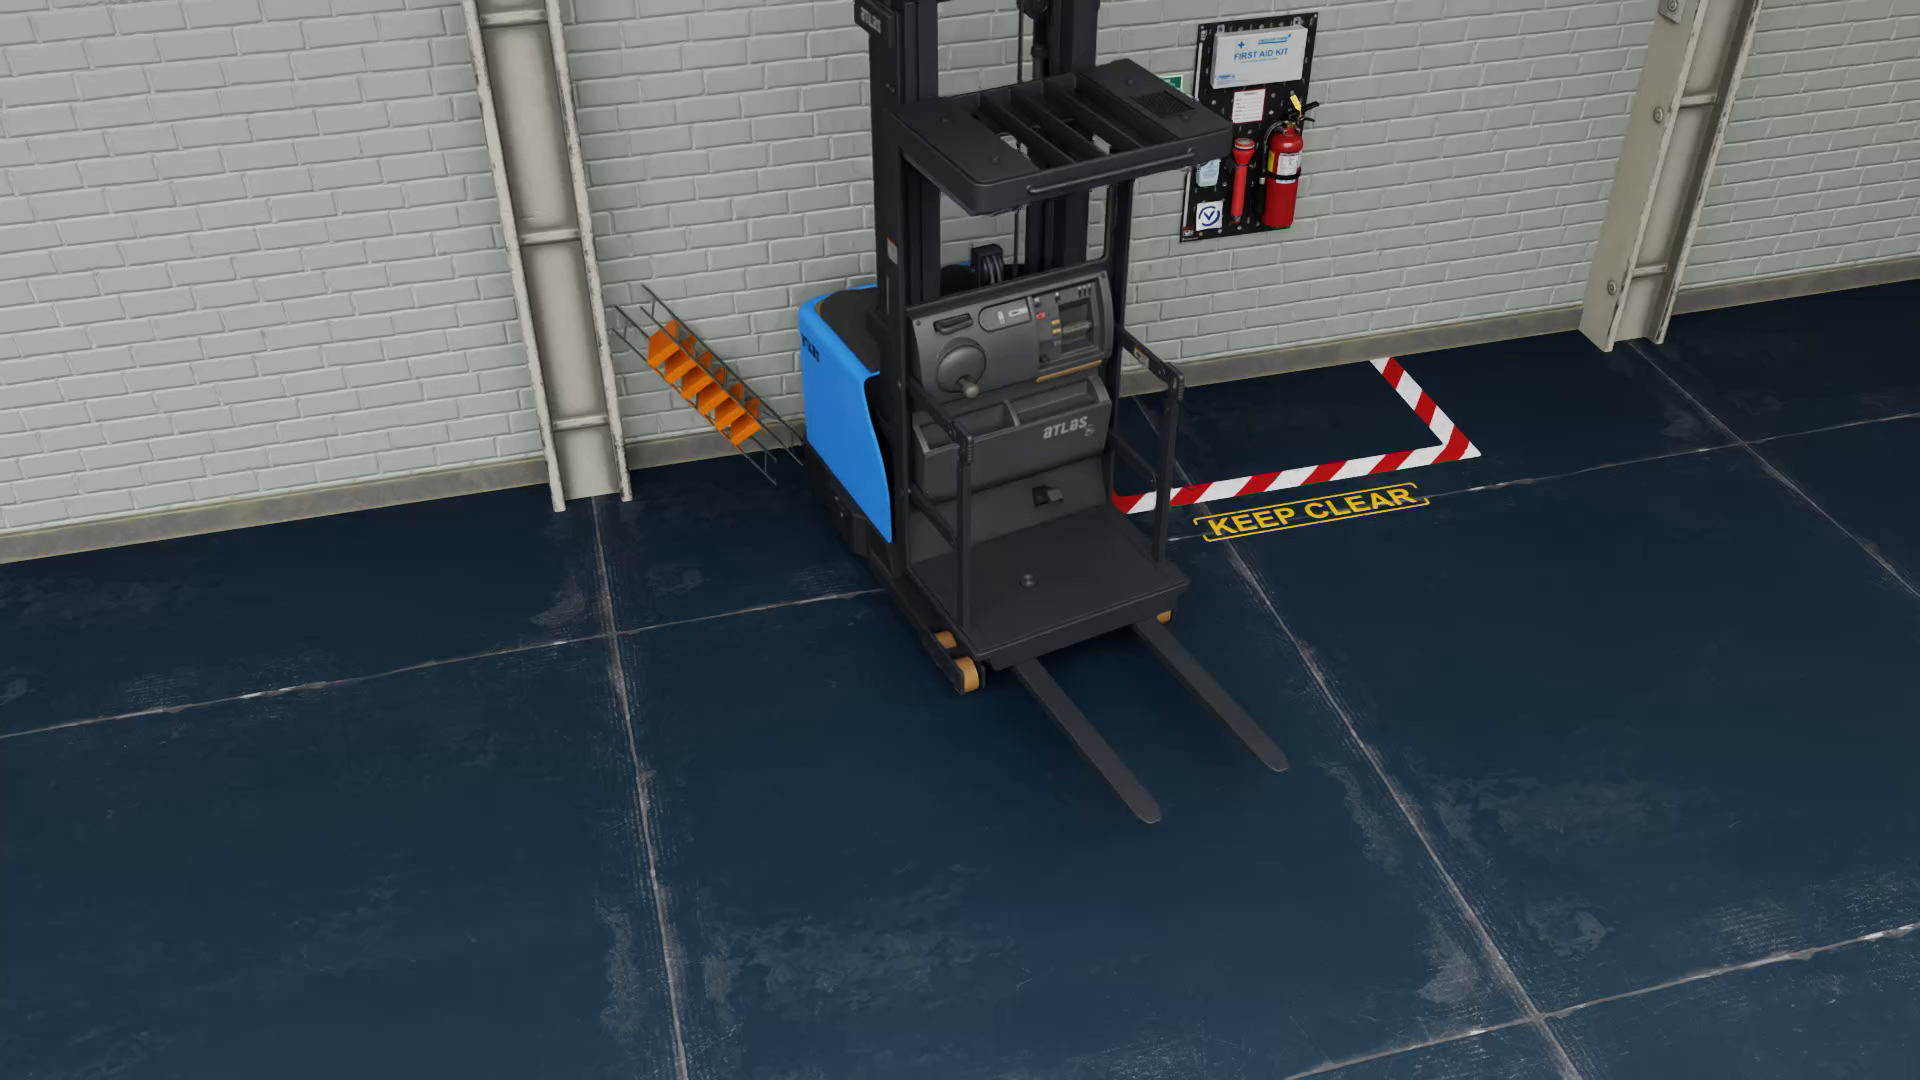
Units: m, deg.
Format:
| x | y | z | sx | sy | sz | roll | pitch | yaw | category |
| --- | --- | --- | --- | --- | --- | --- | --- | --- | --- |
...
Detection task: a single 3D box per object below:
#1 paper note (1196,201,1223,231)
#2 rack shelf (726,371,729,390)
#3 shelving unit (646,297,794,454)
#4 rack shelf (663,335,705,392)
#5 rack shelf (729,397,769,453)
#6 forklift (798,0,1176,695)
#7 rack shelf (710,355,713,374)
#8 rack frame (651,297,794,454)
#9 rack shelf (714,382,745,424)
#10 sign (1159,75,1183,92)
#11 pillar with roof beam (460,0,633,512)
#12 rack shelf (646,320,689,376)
| x | y | z | sx | sy | sz | roll | pitch | yaw | category |
| --- | --- | --- | --- | --- | --- | --- | --- | --- | --- |
| 1.307 | -1.698 | 8.705 | 0.142 | 0.148 | 0.016 | -9 | 38 | -12 | paper note |
| -1.232 | -0.751 | 8.357 | 0.166 | 0.020 | 0.199 | -33 | 34 | 18 | rack shelf |
| -1.246 | -0.767 | 8.344 | 0.183 | 1.046 | 0.258 | -33 | 34 | 18 | shelving unit |
| -1.364 | -0.884 | 8.241 | 0.180 | 0.103 | 0.258 | -33 | 34 | 18 | rack shelf |
| -1.077 | -0.595 | 8.495 | 0.180 | 0.103 | 0.258 | -33 | 34 | 18 | rack shelf |
| 0.332 | -0.799 | 6.861 | 1.130 | 2.935 | 3.031 | -17 | 41 | -21 | forklift |
| -1.304 | -0.823 | 8.294 | 0.166 | 0.020 | 0.199 | -33 | 34 | 18 | rack shelf |
| -1.174 | -0.813 | 8.316 | 0.002 | 1.046 | 0.228 | -33 | 34 | 18 | rack frame |
| -1.165 | -0.683 | 8.417 | 0.171 | 0.034 | 0.221 | -33 | 34 | 18 | rack shelf |
| 0.942 | -2.229 | 8.208 | 0.331 | 0.109 | 0.001 | -9 | 38 | -12 | sign |
| -0.779 | -1.312 | 2.538 | 0.400 | 9.000 | 9.100 | -9 | 38 | -12 | pillar with roof beam |
| -1.435 | -0.956 | 8.177 | 0.180 | 0.103 | 0.258 | -33 | 34 | 18 | rack shelf |
